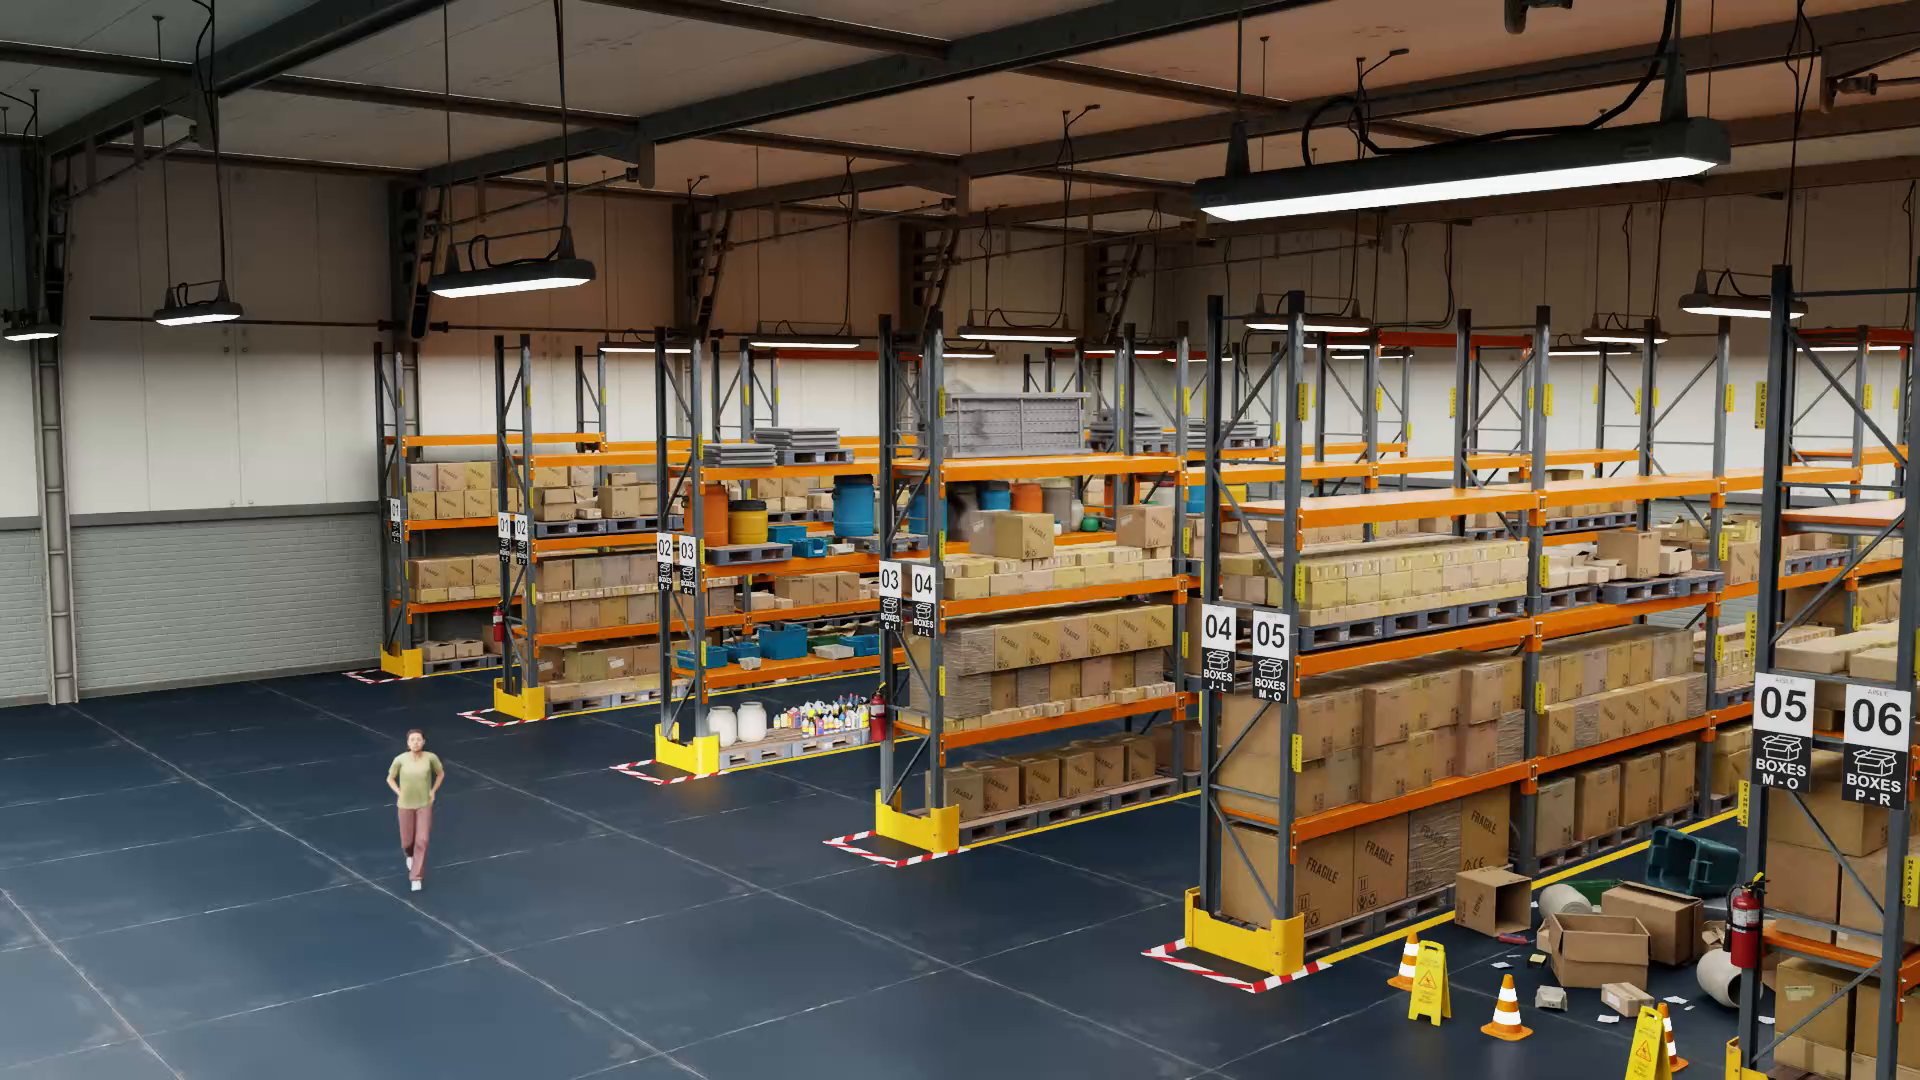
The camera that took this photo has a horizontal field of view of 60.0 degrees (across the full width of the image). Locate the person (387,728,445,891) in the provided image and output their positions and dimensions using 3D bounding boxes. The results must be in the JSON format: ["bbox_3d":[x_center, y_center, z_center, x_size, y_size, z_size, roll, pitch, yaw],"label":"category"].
[{"bbox_3d":[-5.662,2.765,17.338,0.577,1.642,0.752,-2,6,-20],"label":"person"}]

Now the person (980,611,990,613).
[{"bbox_3d":[0.436,1.373,29.150,0.587,1.762,0.756,4,6,36],"label":"person"}]

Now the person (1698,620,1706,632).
[{"bbox_3d":[10.987,2.051,24.521,0.667,1.770,0.624,-4,7,-39],"label":"person"}]
